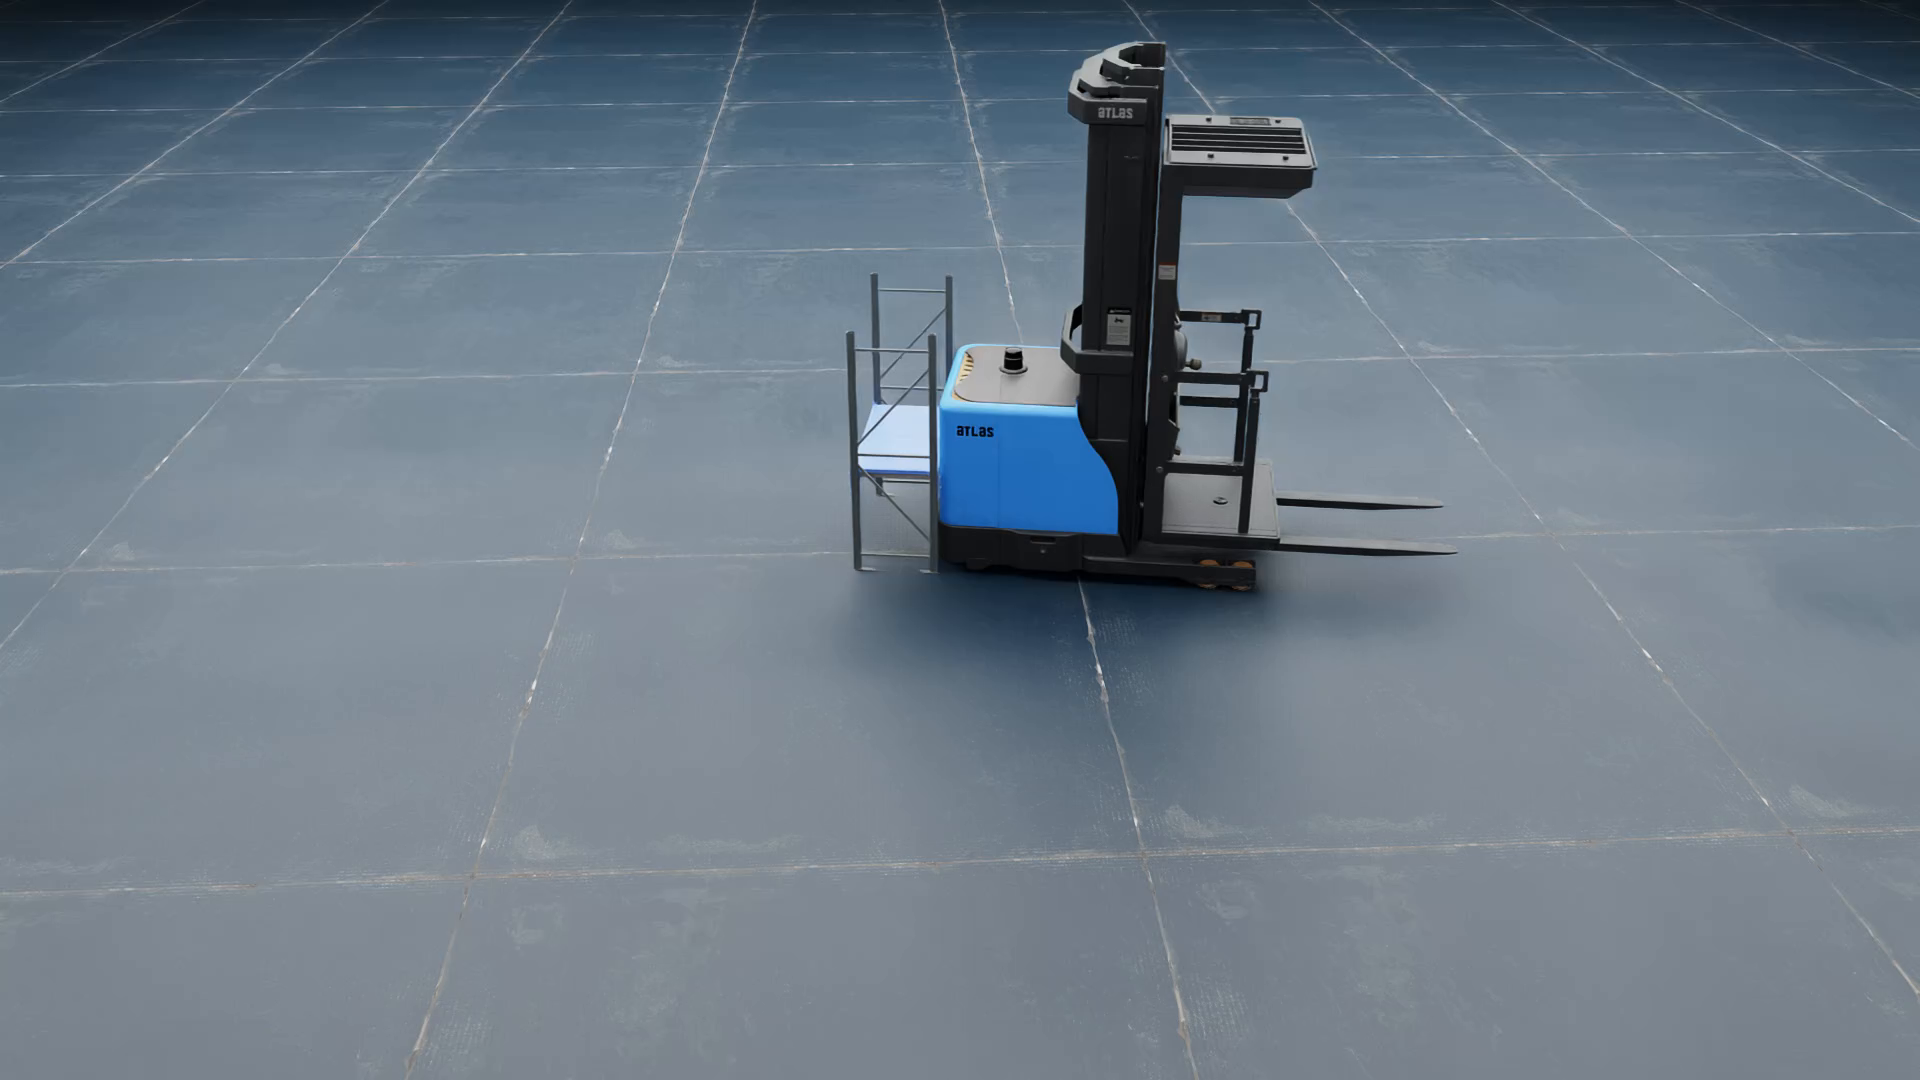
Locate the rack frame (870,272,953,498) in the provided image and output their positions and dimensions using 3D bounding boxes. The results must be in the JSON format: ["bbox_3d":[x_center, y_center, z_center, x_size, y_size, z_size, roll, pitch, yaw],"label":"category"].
[{"bbox_3d":[-0.294,-0.948,10.447,0.500,1.500,0.032,2,28,4],"label":"rack frame"}]

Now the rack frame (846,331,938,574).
[{"bbox_3d":[-0.381,-0.480,9.548,0.500,1.500,0.032,2,28,4],"label":"rack frame"}]

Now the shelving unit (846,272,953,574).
[{"bbox_3d":[-0.337,-0.714,9.998,0.538,1.500,1.048,2,28,4],"label":"shelving unit"}]

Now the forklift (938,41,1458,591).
[{"bbox_3d":[1.422,-1.266,9.508,3.031,2.935,1.130,3,28,6],"label":"forklift"}]

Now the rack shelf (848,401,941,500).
[{"bbox_3d":[-0.337,-0.555,10.081,0.538,0.185,1.000,2,28,4],"label":"rack shelf"}]
